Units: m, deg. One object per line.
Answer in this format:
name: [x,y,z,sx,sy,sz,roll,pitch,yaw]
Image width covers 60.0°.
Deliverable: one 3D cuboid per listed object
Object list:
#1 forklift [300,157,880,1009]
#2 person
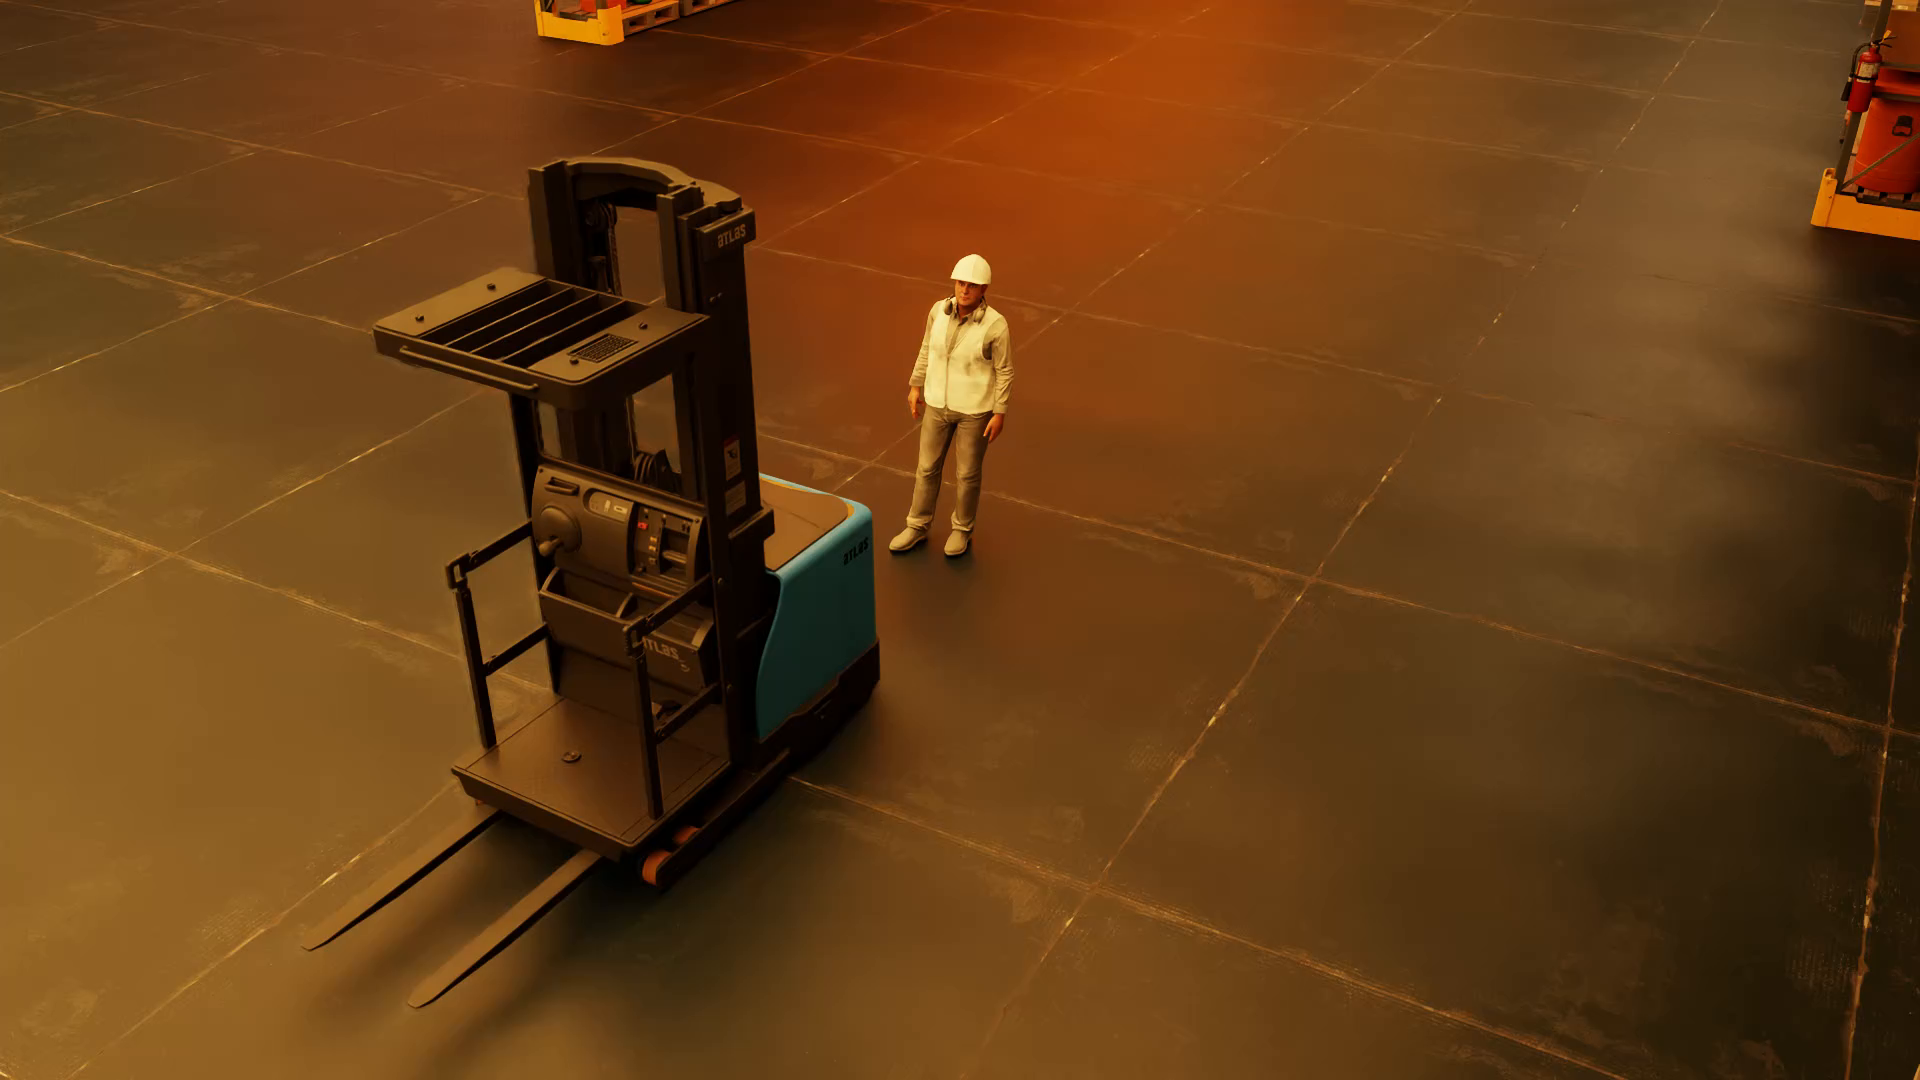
forklift: [-1.604,-0.001,7.073,1.130,2.935,3.031,17,34,26]
person: [-0.037,-0.749,9.511,0.633,1.775,0.566,15,33,25]
